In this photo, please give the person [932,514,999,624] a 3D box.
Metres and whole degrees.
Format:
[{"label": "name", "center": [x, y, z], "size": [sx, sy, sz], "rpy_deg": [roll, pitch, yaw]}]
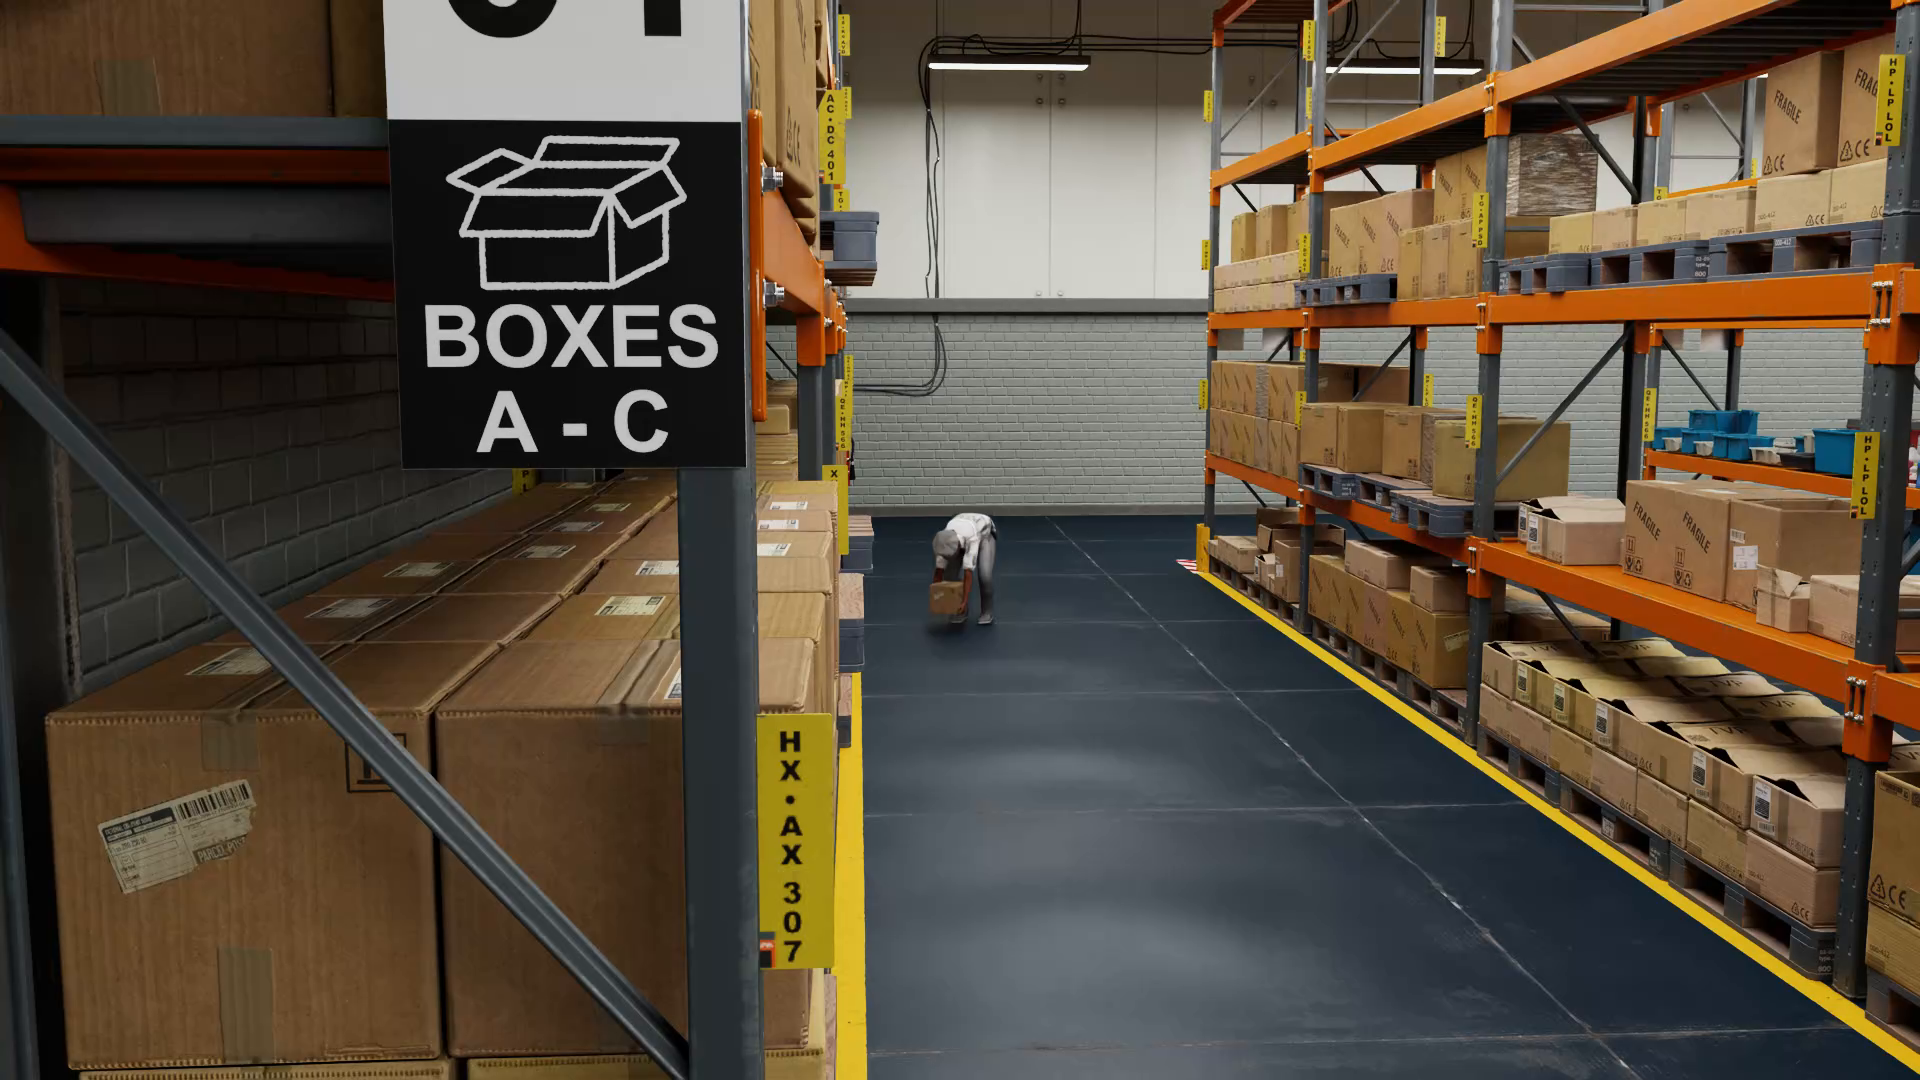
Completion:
[{"label": "person", "center": [0.040, 0.278, 14.782], "size": [0.461, 0.987, 0.926], "rpy_deg": [2, 7, 19]}]
